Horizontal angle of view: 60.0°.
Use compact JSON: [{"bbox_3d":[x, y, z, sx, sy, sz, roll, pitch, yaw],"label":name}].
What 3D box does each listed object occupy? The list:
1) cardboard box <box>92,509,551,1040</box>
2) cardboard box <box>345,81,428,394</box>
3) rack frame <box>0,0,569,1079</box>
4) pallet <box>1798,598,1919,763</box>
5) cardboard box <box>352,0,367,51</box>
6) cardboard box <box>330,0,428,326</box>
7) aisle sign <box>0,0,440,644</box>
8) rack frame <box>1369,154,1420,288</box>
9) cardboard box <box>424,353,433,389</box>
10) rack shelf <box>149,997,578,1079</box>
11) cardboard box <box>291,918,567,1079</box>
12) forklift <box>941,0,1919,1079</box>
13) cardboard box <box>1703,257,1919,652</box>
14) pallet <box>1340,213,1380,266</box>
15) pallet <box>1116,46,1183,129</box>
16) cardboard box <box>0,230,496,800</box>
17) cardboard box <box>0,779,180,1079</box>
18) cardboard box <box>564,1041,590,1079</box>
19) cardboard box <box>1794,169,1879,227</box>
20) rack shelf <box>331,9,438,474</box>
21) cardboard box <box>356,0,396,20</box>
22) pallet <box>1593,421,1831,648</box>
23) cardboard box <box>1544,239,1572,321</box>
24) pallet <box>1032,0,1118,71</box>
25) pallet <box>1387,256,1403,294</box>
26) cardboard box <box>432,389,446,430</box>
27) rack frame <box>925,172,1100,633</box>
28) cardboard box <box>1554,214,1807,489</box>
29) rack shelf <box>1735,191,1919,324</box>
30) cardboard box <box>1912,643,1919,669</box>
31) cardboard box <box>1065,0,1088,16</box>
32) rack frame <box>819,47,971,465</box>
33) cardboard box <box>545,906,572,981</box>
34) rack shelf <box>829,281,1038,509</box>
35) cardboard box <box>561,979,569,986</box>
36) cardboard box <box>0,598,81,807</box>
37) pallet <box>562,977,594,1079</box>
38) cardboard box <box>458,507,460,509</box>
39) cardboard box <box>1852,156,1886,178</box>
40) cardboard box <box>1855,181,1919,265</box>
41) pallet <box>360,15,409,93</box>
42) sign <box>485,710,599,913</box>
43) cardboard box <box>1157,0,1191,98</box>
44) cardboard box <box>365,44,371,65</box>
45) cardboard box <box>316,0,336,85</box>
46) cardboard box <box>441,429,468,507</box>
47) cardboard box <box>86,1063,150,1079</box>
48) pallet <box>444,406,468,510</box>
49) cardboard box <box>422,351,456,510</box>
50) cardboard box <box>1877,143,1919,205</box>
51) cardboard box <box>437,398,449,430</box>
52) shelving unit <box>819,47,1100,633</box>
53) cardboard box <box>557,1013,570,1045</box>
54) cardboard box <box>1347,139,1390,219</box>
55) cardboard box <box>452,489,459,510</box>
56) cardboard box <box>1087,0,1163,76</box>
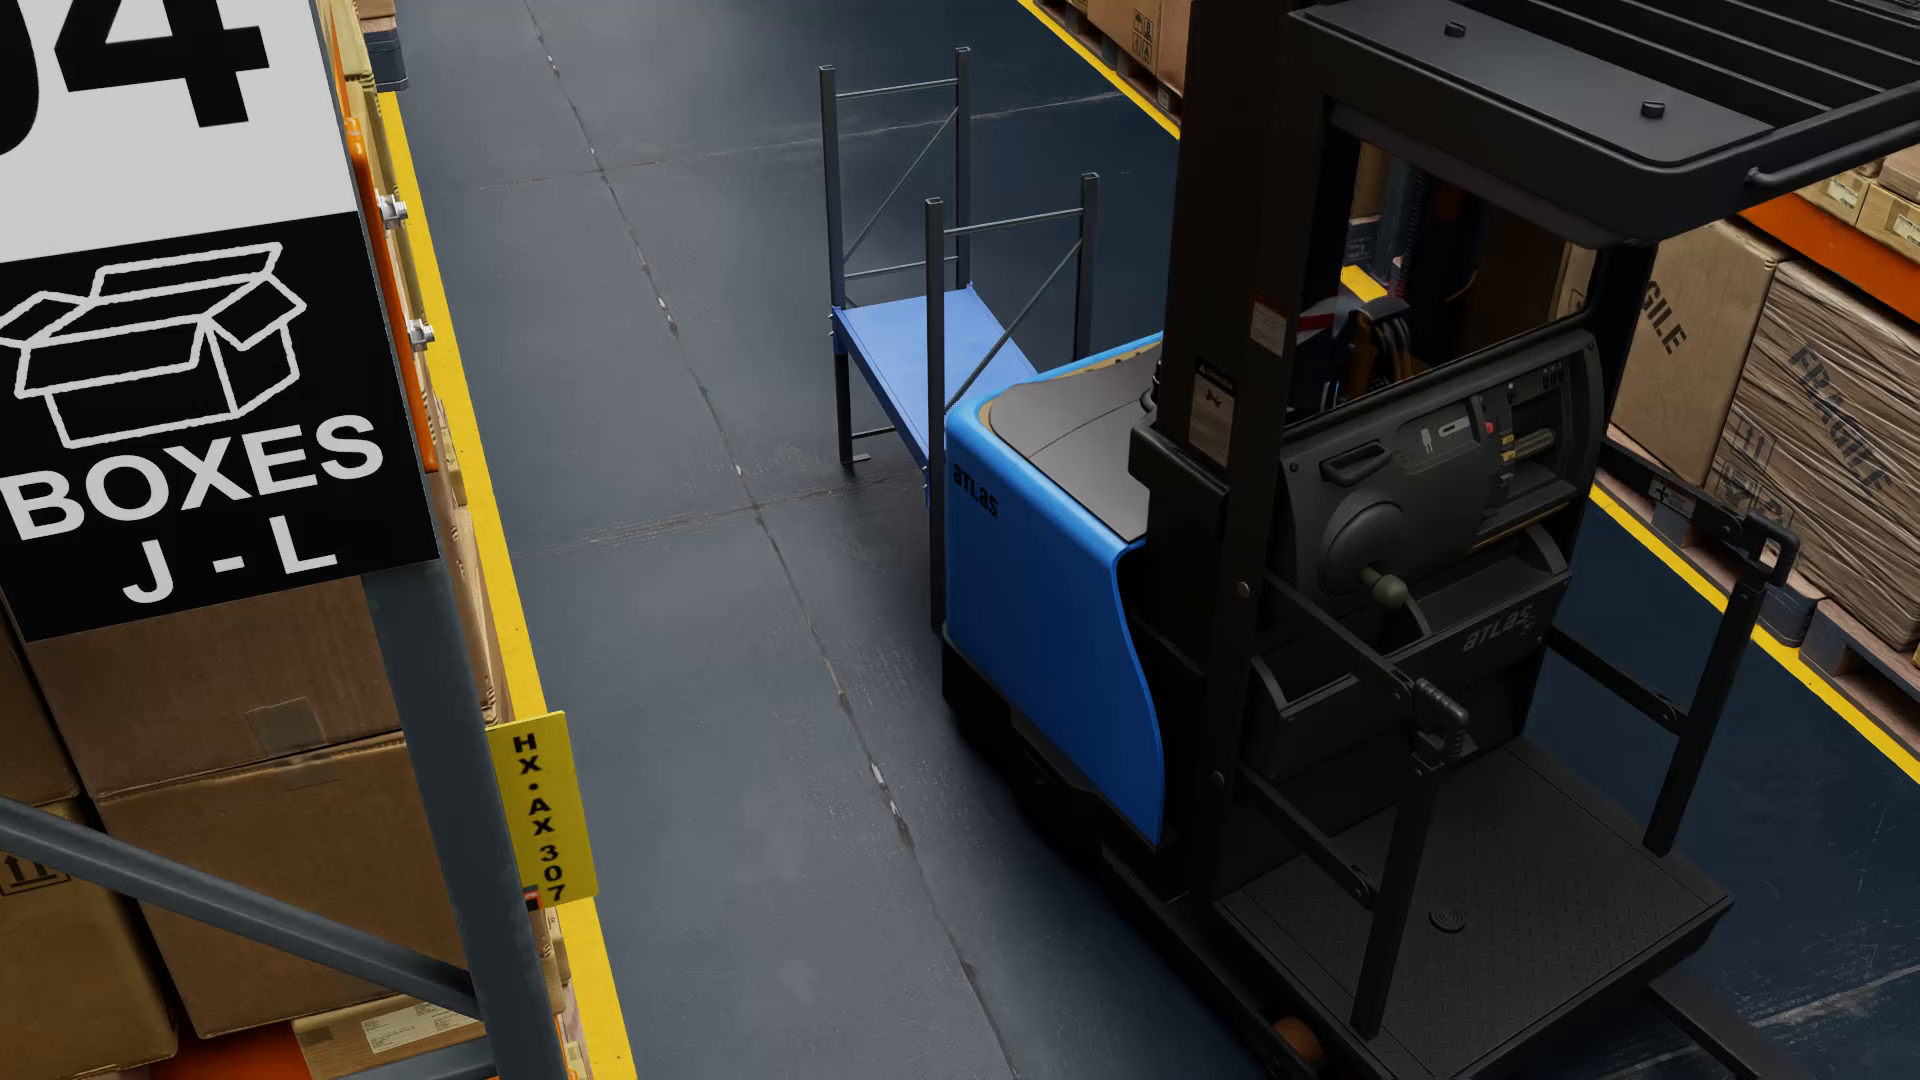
[{"bbox_3d":[-0.926,0.334,2.483,0.500,0.500,0.500,-11,38,-14],"label":"cardboard box"},{"bbox_3d":[-1.116,-0.347,2.556,0.500,0.500,0.500,-11,38,-15],"label":"cardboard box"},{"bbox_3d":[-1.028,0.803,2.191,0.949,2.616,0.053,-12,39,-16],"label":"rack frame"},{"bbox_3d":[3.312,0.512,4.895,1.003,0.211,1.213,-12,39,-16],"label":"pallet"},{"bbox_3d":[-1.453,-0.932,3.333,0.500,0.500,0.500,-14,39,-17],"label":"cardboard box"},{"bbox_3d":[-1.274,-0.645,2.952,0.500,0.500,0.500,-13,39,-17],"label":"cardboard box"},{"bbox_3d":[-0.725,-0.256,1.435,0.394,0.787,0.004,-12,39,-16],"label":"aisle sign"},{"bbox_3d":[2.284,-2.426,6.477,1.000,3.000,0.127,-12,39,-16],"label":"rack frame"},{"bbox_3d":[-2.001,-0.492,5.683,0.380,0.149,0.250,-12,39,-15],"label":"cardboard box"},{"bbox_3d":[-1.720,-0.039,3.906,1.077,0.370,4.000,-12,39,-16],"label":"rack shelf"},{"bbox_3d":[-0.835,0.653,2.599,0.380,0.149,0.250,-13,39,-16],"label":"cardboard box"},{"bbox_3d":[1.168,-0.087,3.429,1.130,2.935,3.031,-21,42,-26],"label":"forklift"},{"bbox_3d":[3.052,-0.344,5.131,0.875,0.875,0.875,-12,39,-16],"label":"cardboard box"},{"bbox_3d":[1.948,-1.732,7.874,1.003,0.211,1.213,-12,39,-16],"label":"pallet"},{"bbox_3d":[1.524,-2.423,8.791,1.003,0.211,1.213,-12,39,-16],"label":"pallet"},{"bbox_3d":[-0.937,-0.063,2.179,0.500,0.500,0.500,-13,39,-16],"label":"cardboard box"},{"bbox_3d":[-1.428,0.444,2.337,0.500,0.500,0.500,-12,39,-15],"label":"cardboard box"},{"bbox_3d":[-0.893,1.171,3.229,0.380,0.149,0.250,-14,39,-18],"label":"cardboard box"},{"bbox_3d":[2.703,-1.062,4.876,0.380,0.149,0.250,-12,39,-15],"label":"cardboard box"},{"bbox_3d":[-1.720,-1.237,3.004,1.077,0.370,4.000,-12,39,-16],"label":"rack shelf"},{"bbox_3d":[-2.112,-1.841,5.561,0.380,0.149,0.250,-14,39,-18],"label":"cardboard box"},{"bbox_3d":[2.896,-0.176,5.808,1.003,0.211,1.213,-12,39,-16],"label":"pallet"},{"bbox_3d":[2.436,-1.355,6.473,0.875,0.875,0.875,-12,39,-16],"label":"cardboard box"},{"bbox_3d":[1.108,-3.111,9.704,1.003,0.211,1.213,-12,39,-16],"label":"pallet"},{"bbox_3d":[2.472,-0.866,6.725,1.003,0.211,1.213,-12,39,-16],"label":"pallet"},{"bbox_3d":[-1.896,-0.341,5.483,0.380,0.149,0.250,-14,39,-18],"label":"cardboard box"},{"bbox_3d":[0.146,-0.360,4.981,0.500,1.500,0.032,-12,39,-16],"label":"rack frame"},{"bbox_3d":[2.746,-0.847,5.798,0.875,0.875,0.875,-12,39,-16],"label":"cardboard box"},{"bbox_3d":[2.972,-1.009,5.194,1.077,0.370,4.000,-12,39,-16],"label":"rack shelf"},{"bbox_3d":[3.365,0.170,4.448,0.875,0.875,0.875,-12,39,-16],"label":"cardboard box"},{"bbox_3d":[1.125,-3.610,9.467,1.225,0.875,0.875,-14,39,-18],"label":"cardboard box"},{"bbox_3d":[-0.204,-0.934,5.744,0.500,1.500,0.032,-12,39,-16],"label":"rack frame"},{"bbox_3d":[-1.067,0.871,3.627,0.380,0.149,0.250,-13,39,-16],"label":"cardboard box"},{"bbox_3d":[-0.029,-0.504,5.471,0.538,0.185,1.000,-12,39,-16],"label":"rack shelf"},{"bbox_3d":[-1.155,0.975,3.982,0.380,0.149,0.250,-12,39,-15],"label":"cardboard box"},{"bbox_3d":[-1.422,0.039,2.044,0.500,0.500,0.500,-13,39,-17],"label":"cardboard box"},{"bbox_3d":[-1.304,1.408,3.705,1.003,0.211,1.213,-12,39,-16],"label":"pallet"},{"bbox_3d":[-1.791,-0.034,5.322,0.380,0.149,0.250,-14,39,-17],"label":"cardboard box"},{"bbox_3d":[2.712,-1.311,4.875,0.500,0.250,0.500,-12,39,-16],"label":"cardboard box"},{"bbox_3d":[2.786,-0.922,4.690,0.380,0.149,0.250,-12,39,-16],"label":"cardboard box"},{"bbox_3d":[-2.534,-1.841,5.861,1.003,0.211,1.213,-12,39,-16],"label":"pallet"},{"bbox_3d":[-0.522,0.345,2.079,0.100,0.325,0.005,-12,39,-16],"label":"sign"},{"bbox_3d":[1.737,-2.607,8.135,1.225,0.875,0.875,-14,39,-18],"label":"cardboard box"},{"bbox_3d":[-1.798,-1.106,4.395,0.500,0.500,0.500,-13,39,-17],"label":"cardboard box"},{"bbox_3d":[-0.946,-0.641,1.740,0.500,0.250,0.500,-11,38,-14],"label":"cardboard box"},{"bbox_3d":[-1.787,-0.194,5.287,0.380,0.149,0.250,-14,39,-18],"label":"cardboard box"},{"bbox_3d":[-1.409,0.778,2.432,0.380,0.149,0.250,-12,39,-16],"label":"cardboard box"},{"bbox_3d":[-2.143,0.030,5.535,1.003,0.211,1.213,-12,39,-16],"label":"pallet"},{"bbox_3d":[-1.291,-0.242,3.248,0.500,0.500,0.500,-12,39,-15],"label":"cardboard box"},{"bbox_3d":[2.895,-1.018,4.486,0.500,0.250,0.500,-14,39,-17],"label":"cardboard box"},{"bbox_3d":[-1.953,-0.334,5.721,0.380,0.149,0.250,-12,39,-15],"label":"cardboard box"},{"bbox_3d":[-0.029,-0.647,5.363,0.538,1.500,1.048,-12,39,-16],"label":"shelving unit"},{"bbox_3d":[-1.012,1.140,3.516,0.380,0.149,0.250,-13,39,-16],"label":"cardboard box"},{"bbox_3d":[2.045,-2.102,7.465,1.225,0.875,0.875,-12,39,-16],"label":"cardboard box"},{"bbox_3d":[-1.627,-0.004,4.788,0.380,0.149,0.250,-14,39,-18],"label":"cardboard box"},{"bbox_3d":[1.425,-3.105,8.796,1.225,0.875,0.875,-12,39,-16],"label":"cardboard box"}]
